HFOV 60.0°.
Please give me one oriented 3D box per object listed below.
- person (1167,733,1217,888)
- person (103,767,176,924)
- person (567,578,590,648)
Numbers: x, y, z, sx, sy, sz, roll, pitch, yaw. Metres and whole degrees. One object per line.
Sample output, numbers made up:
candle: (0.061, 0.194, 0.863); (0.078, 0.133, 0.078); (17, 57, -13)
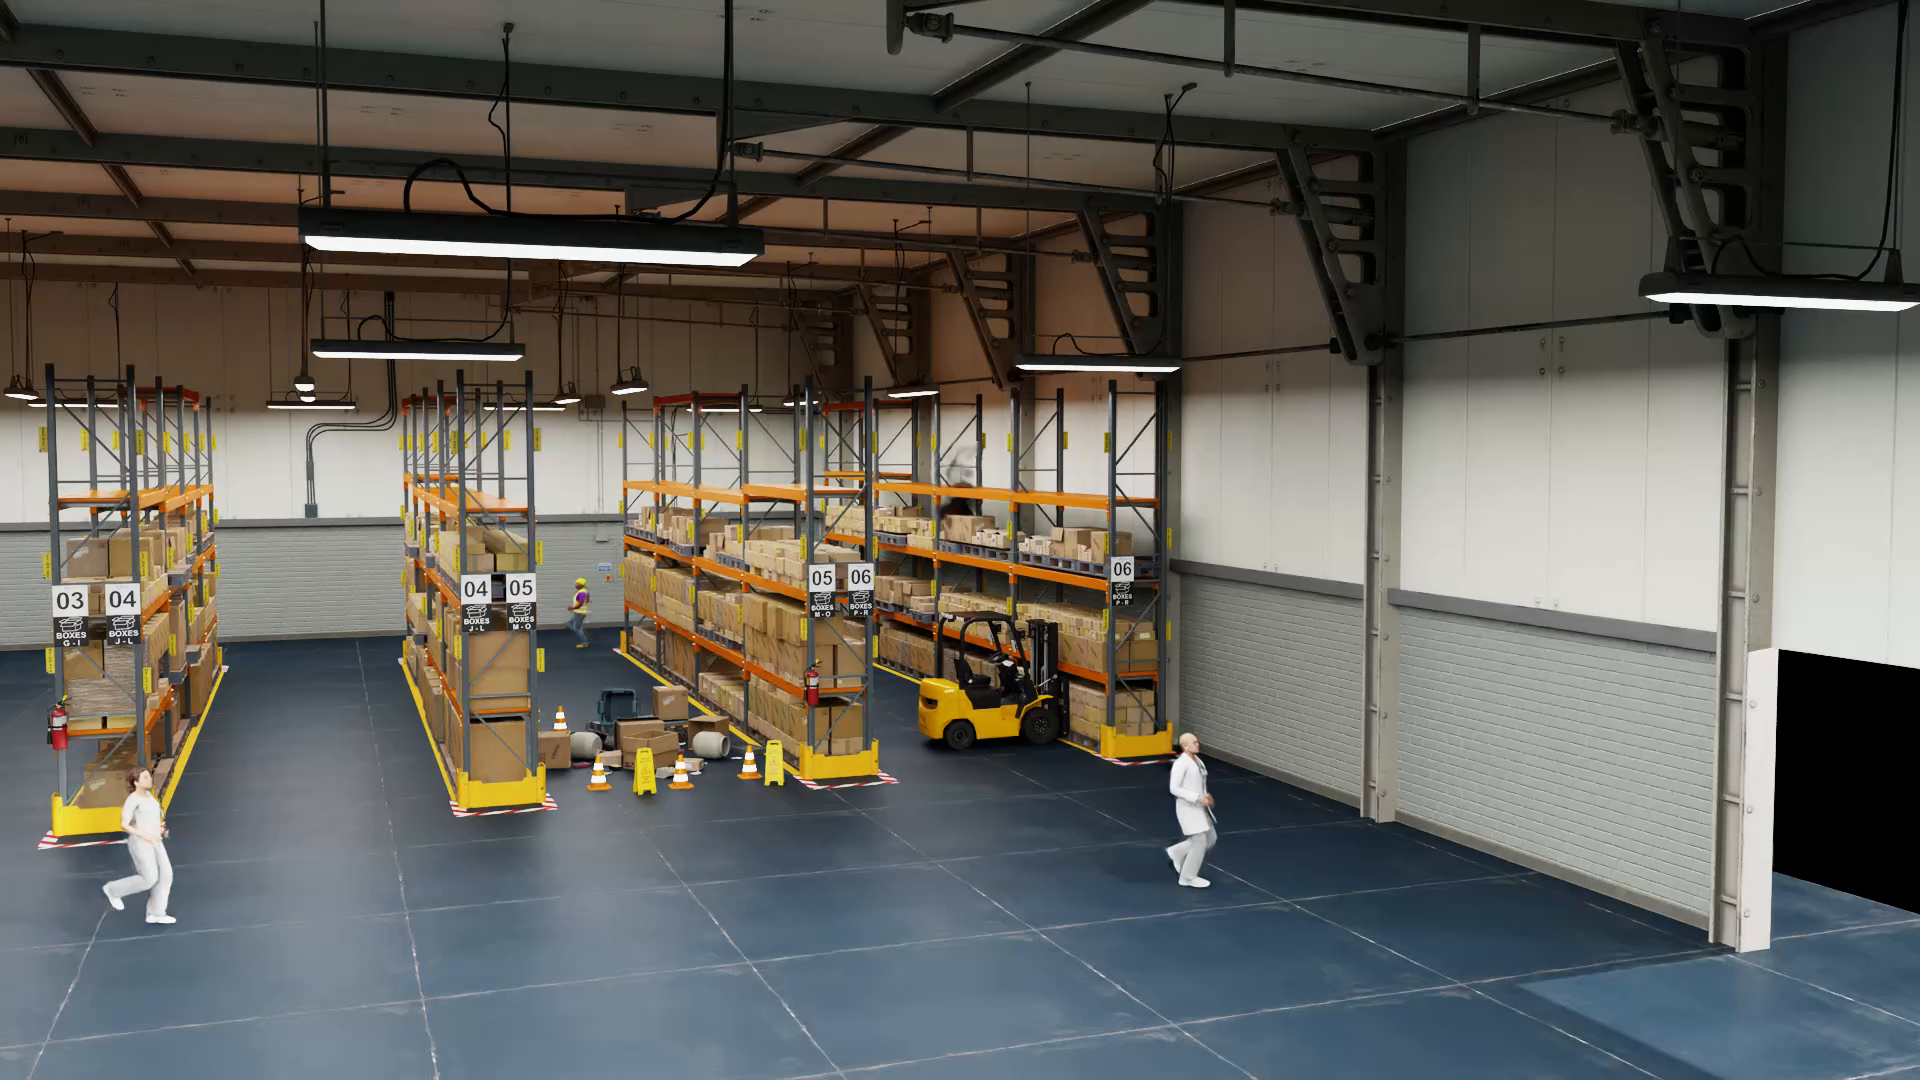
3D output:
person: (2.611, 3.038, 18.744); (0.663, 1.726, 0.706); (2, 4, 31)
person: (-8.535, 3.177, 17.324); (0.731, 1.641, 0.565); (0, 3, 4)
person: (-9.308, 1.774, 40.594); (0.578, 1.704, 0.714); (-1, 3, -16)
